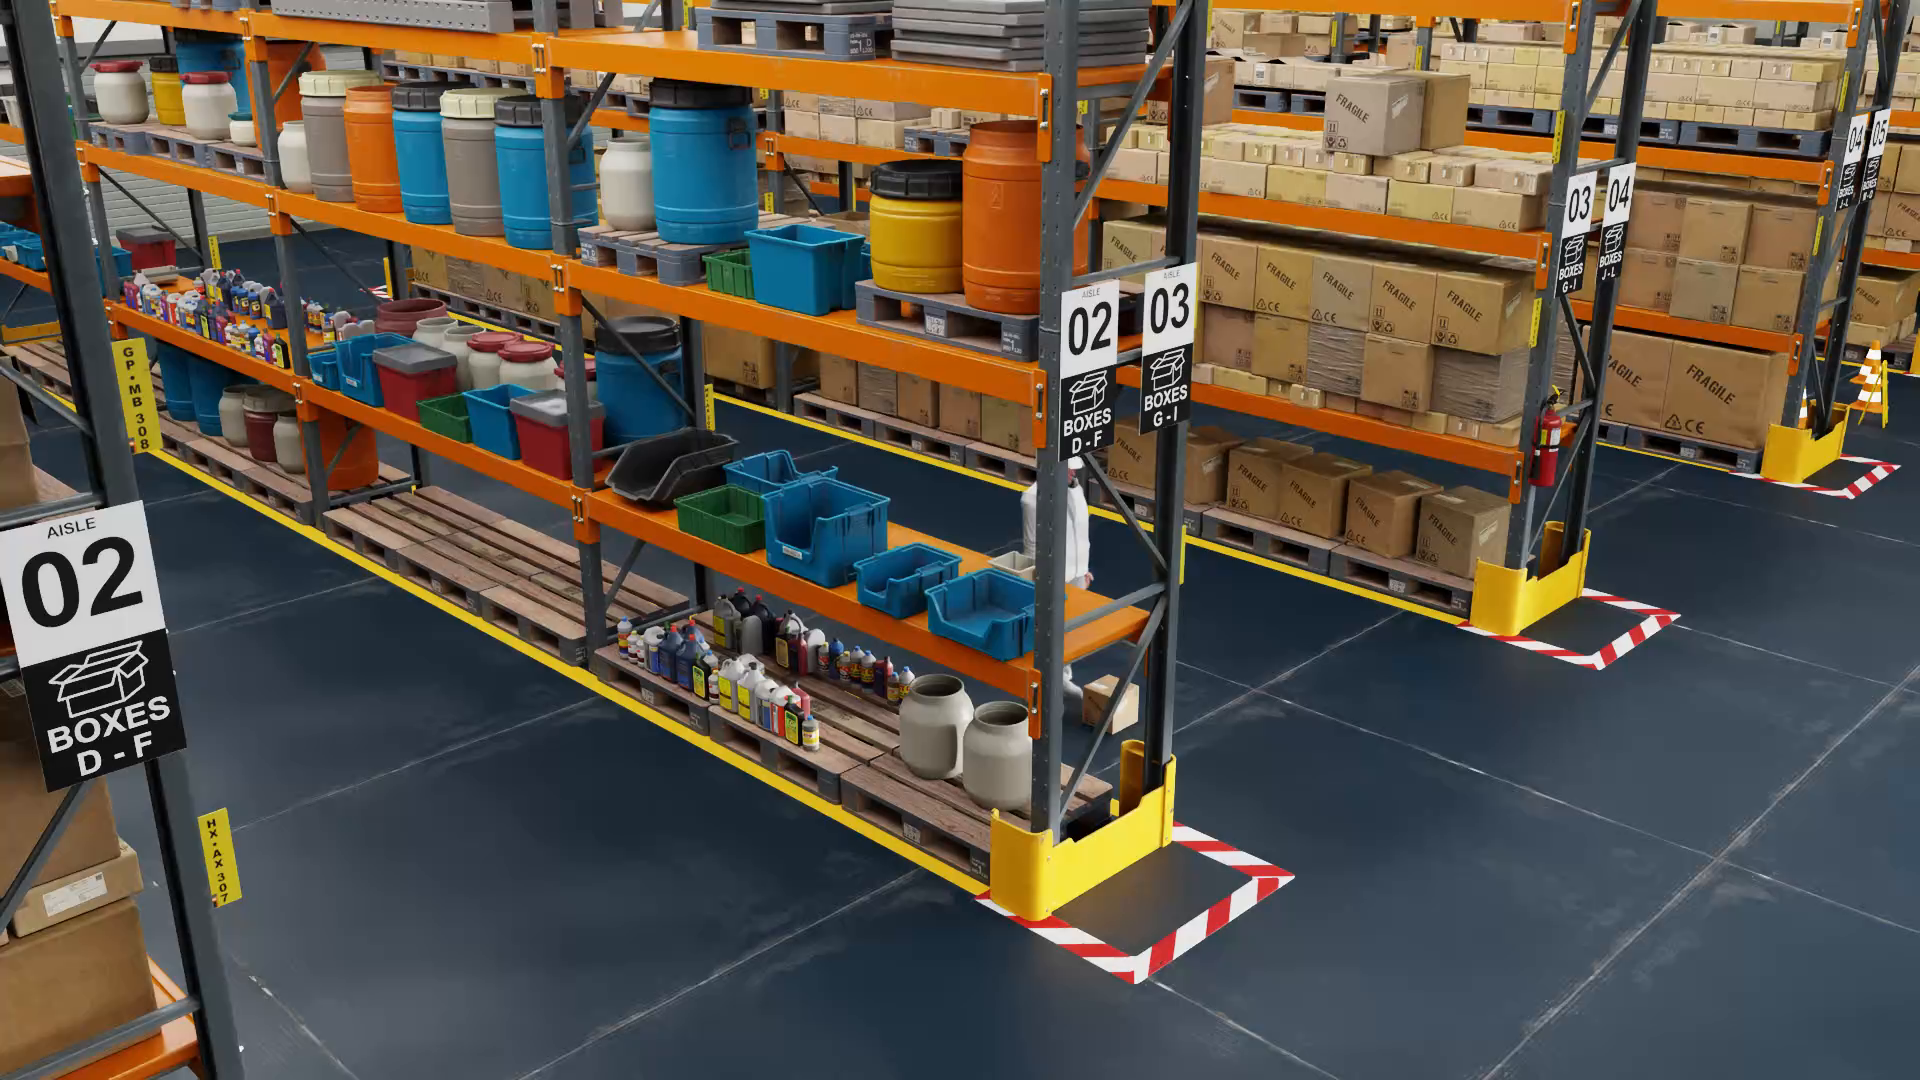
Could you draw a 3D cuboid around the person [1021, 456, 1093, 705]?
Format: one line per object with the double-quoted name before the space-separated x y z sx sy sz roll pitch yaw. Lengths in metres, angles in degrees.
"person" 0.618 0.206 10.511 0.533 1.773 0.359 -19 28 -41
